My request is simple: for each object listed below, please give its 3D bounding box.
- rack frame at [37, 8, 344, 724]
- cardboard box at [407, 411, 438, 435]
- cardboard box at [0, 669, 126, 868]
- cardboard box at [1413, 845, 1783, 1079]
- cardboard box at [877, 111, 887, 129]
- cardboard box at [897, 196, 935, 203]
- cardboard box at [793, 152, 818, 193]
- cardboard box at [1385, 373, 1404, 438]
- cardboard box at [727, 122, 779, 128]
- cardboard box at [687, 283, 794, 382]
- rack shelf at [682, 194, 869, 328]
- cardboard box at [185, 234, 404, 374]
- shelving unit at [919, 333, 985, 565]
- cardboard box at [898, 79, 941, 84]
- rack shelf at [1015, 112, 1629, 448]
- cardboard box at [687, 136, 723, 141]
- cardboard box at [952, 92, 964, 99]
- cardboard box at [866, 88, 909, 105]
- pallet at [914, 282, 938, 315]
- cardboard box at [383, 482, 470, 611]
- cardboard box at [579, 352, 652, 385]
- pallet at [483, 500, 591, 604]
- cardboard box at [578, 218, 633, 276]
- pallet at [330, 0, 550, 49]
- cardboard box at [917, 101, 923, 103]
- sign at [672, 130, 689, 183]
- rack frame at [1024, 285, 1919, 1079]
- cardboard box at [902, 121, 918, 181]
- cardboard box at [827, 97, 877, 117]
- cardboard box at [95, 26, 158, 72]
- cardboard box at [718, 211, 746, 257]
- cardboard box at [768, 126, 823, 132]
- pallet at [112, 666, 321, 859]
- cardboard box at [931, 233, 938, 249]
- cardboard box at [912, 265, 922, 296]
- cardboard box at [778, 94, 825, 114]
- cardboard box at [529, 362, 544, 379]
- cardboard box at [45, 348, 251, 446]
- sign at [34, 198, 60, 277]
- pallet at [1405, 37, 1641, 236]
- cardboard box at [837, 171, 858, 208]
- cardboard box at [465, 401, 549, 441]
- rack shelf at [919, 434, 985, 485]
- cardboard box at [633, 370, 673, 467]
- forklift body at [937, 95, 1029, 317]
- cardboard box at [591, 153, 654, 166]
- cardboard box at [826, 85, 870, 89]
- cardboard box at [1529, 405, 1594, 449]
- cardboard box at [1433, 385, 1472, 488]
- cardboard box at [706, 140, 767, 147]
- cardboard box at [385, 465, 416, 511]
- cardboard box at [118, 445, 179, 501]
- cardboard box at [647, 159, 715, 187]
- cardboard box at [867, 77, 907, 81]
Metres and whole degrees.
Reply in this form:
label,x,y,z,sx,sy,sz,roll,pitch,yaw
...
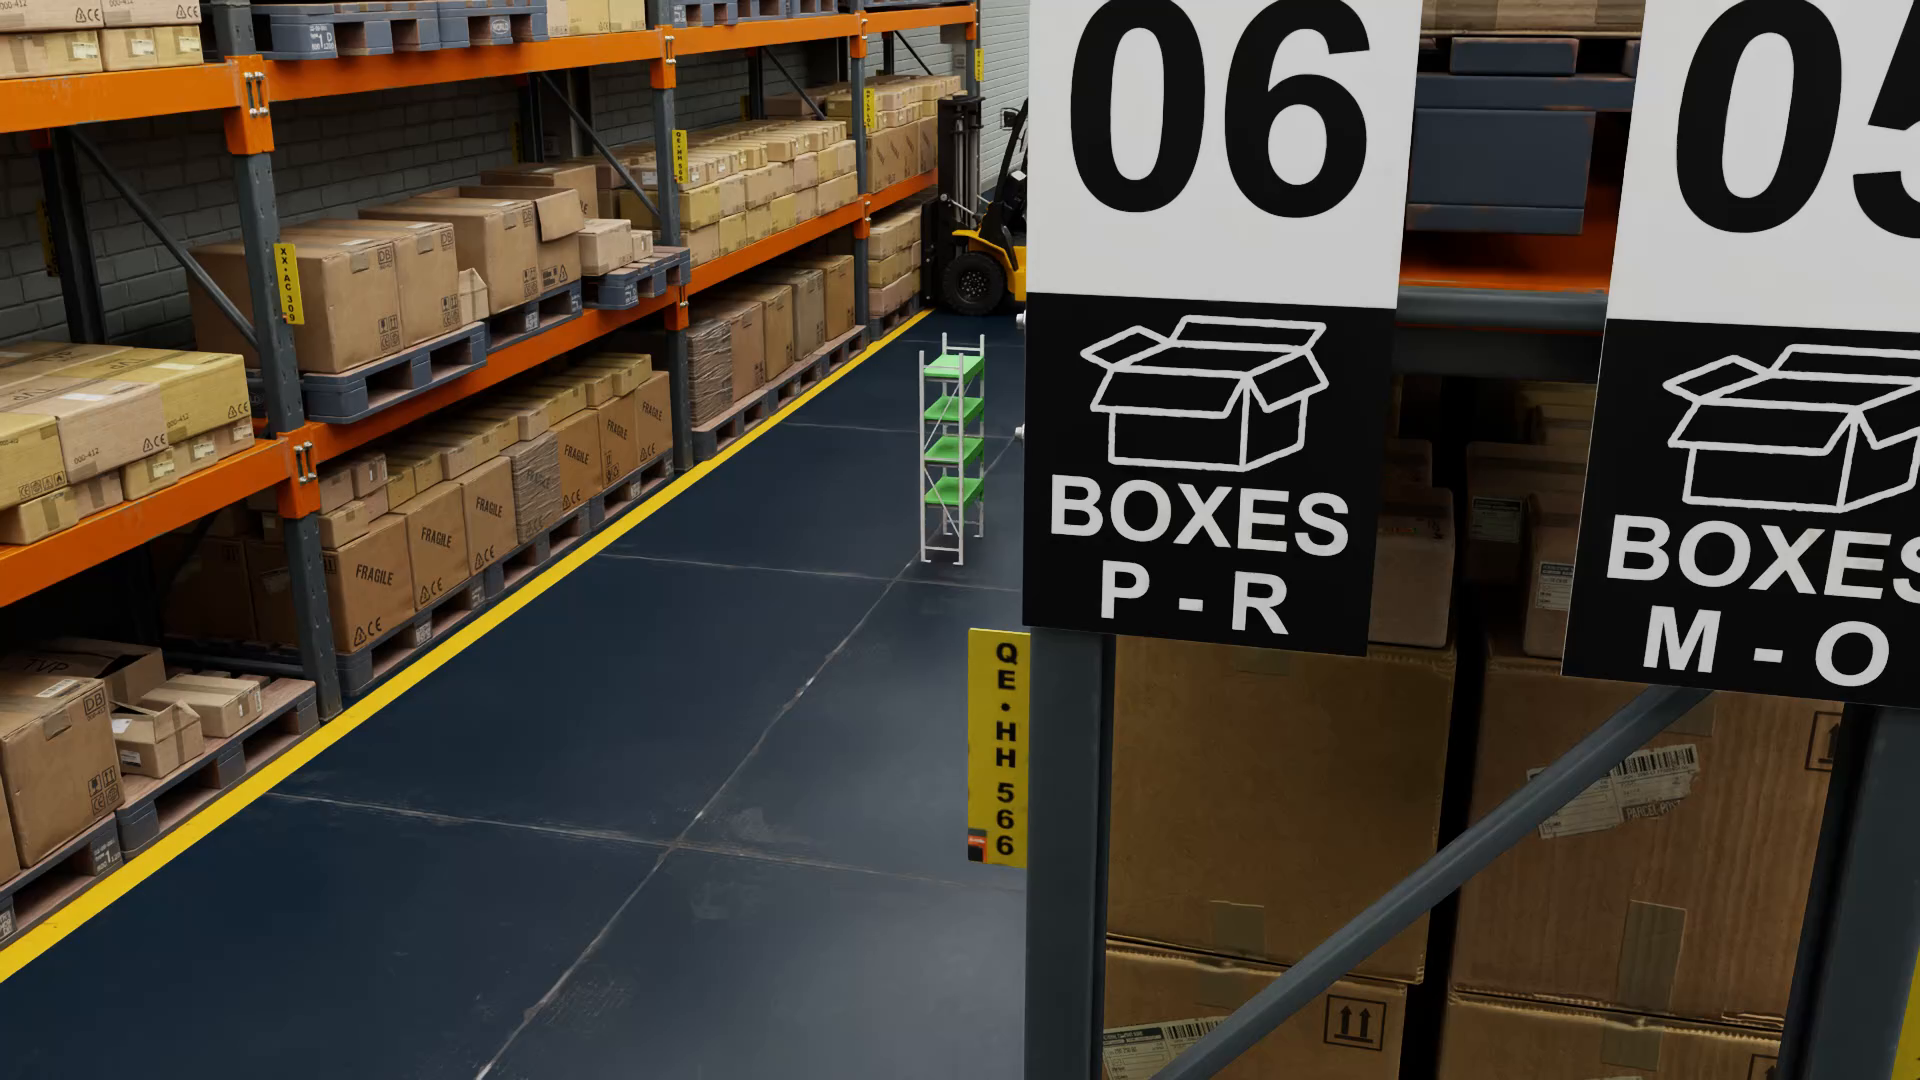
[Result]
label,x,y,z,sx,sy,sz,roll,pitch,yaw
rack frame,-3.255,-0.670,7.007,1.000,3.000,0.127,5,19,13
cardboard box,-3.079,-0.616,9.066,0.380,0.149,0.250,4,19,11
cardboard box,-3.491,0.794,5.940,0.700,0.500,0.500,4,19,11
cardboard box,0.978,0.800,2.550,0.500,0.500,0.500,5,19,13
cardboard box,-0.869,-3.776,14.943,0.380,0.149,0.250,5,19,13
cardboard box,-0.366,-3.313,16.804,0.500,0.250,0.500,5,19,14
cardboard box,-1.422,-2.847,12.841,0.500,0.250,0.500,5,19,14
cardboard box,0.597,-0.225,3.002,0.380,0.149,0.250,5,20,15
cardboard box,-1.711,-3.358,13.720,0.380,0.149,0.250,4,19,12
cardboard box,-1.796,-1.609,12.782,0.875,0.625,0.625,4,19,11
rack shelf,-1.789,-2.210,12.629,1.077,0.370,4.000,5,19,13
cardboard box,-2.920,-1.050,7.315,0.700,0.500,0.500,5,20,15
shelving unit,-0.040,-0.516,9.342,0.258,1.200,0.503,5,19,13
cardboard box,-0.407,-4.561,16.781,0.380,0.149,0.250,5,19,14
rack shelf,1.071,-0.731,3.659,1.077,0.370,4.000,5,19,13
cardboard box,-2.012,-2.964,12.566,0.380,0.149,0.250,5,19,14
cardboard box,-0.170,-4.572,17.274,0.380,0.149,0.250,5,19,14
cardboard box,-0.697,-4.159,15.604,0.380,0.149,0.250,5,19,13
pallet,-0.769,-2.487,16.642,1.003,0.211,1.213,5,19,13
cardboard box,-2.798,0.013,8.226,0.500,0.500,0.500,4,19,13
cardboard box,-2.153,-1.071,10.397,0.380,0.149,0.250,4,19,11
pallet,-2.797,0.009,9.336,1.003,0.211,1.213,5,19,13
cardboard box,-2.222,-1.695,9.591,0.500,0.250,0.500,4,19,11
pallet,-2.777,-2.524,8.087,1.213,0.211,1.003,5,19,13
cardboard box,-0.574,-4.179,16.124,0.380,0.149,0.250,5,19,13
sign,-1.749,-2.394,10.387,0.100,0.325,0.005,5,19,13
rack frame,0.582,0.975,2.192,1.000,3.000,0.127,5,19,13
cardboard box,-0.705,-3.666,15.626,0.500,0.500,0.500,4,19,13
cardboard box,-0.935,-3.749,14.403,0.380,0.149,0.250,5,20,14
cardboard box,-3.119,-1.758,5.941,0.380,0.149,0.250,5,19,13
cardboard box,-1.805,-2.129,11.513,0.500,0.250,0.500,4,19,12
cardboard box,-1.325,-3.252,13.409,0.380,0.149,0.250,5,19,13
pallet,-3.424,0.865,6.828,1.003,0.211,1.213,5,19,13
cardboard box,-0.503,-2.911,16.401,0.500,0.250,0.500,5,19,13
cardboard box,-0.642,-2.523,16.037,0.500,0.250,0.500,5,19,14
cardboard box,-1.414,-3.871,14.763,0.380,0.149,0.250,4,19,12
cardboard box,-2.798,-1.026,10.265,0.380,0.149,0.250,5,20,15
cardboard box,-3.143,-0.561,6.460,0.500,0.250,0.500,5,20,15
sign,-3.794,-1.260,6.945,0.100,0.325,0.005,5,19,13
pallet,0.753,-0.636,2.405,1.003,0.211,1.213,5,19,13
cardboard box,-1.170,-2.927,13.850,0.500,0.250,0.500,5,20,15
cardboard box,-2.504,-0.658,9.187,0.380,0.149,0.250,4,19,11
rack shelf,-0.040,-0.455,9.362,0.258,0.148,0.480,5,19,13
cardboard box,-2.173,-0.790,10.576,0.500,0.500,0.500,5,20,15
forklift body,0.983,-3.291,15.994,2.313,2.155,1.214,5,19,13
cardboard box,-2.316,-2.563,11.392,0.380,0.149,0.250,5,19,13
cardboard box,-1.079,-4.272,15.935,0.380,0.149,0.250,5,20,15
cardboard box,1.107,-0.102,2.641,0.380,0.149,0.250,5,20,15
cardboard box,1.213,0.002,3.339,0.500,0.500,0.500,5,19,13
cardboard box,-1.639,-2.849,12.229,0.380,0.149,0.250,5,19,13
cardboard box,-2.865,-0.258,8.016,0.380,0.149,0.250,4,19,11
cardboard box,-3.171,-0.264,6.209,0.380,0.149,0.250,5,20,15
cardboard box,-1.850,-2.438,11.026,0.380,0.149,0.250,5,20,15
cardboard box,-0.760,-4.674,17.113,0.380,0.149,0.250,5,19,14
